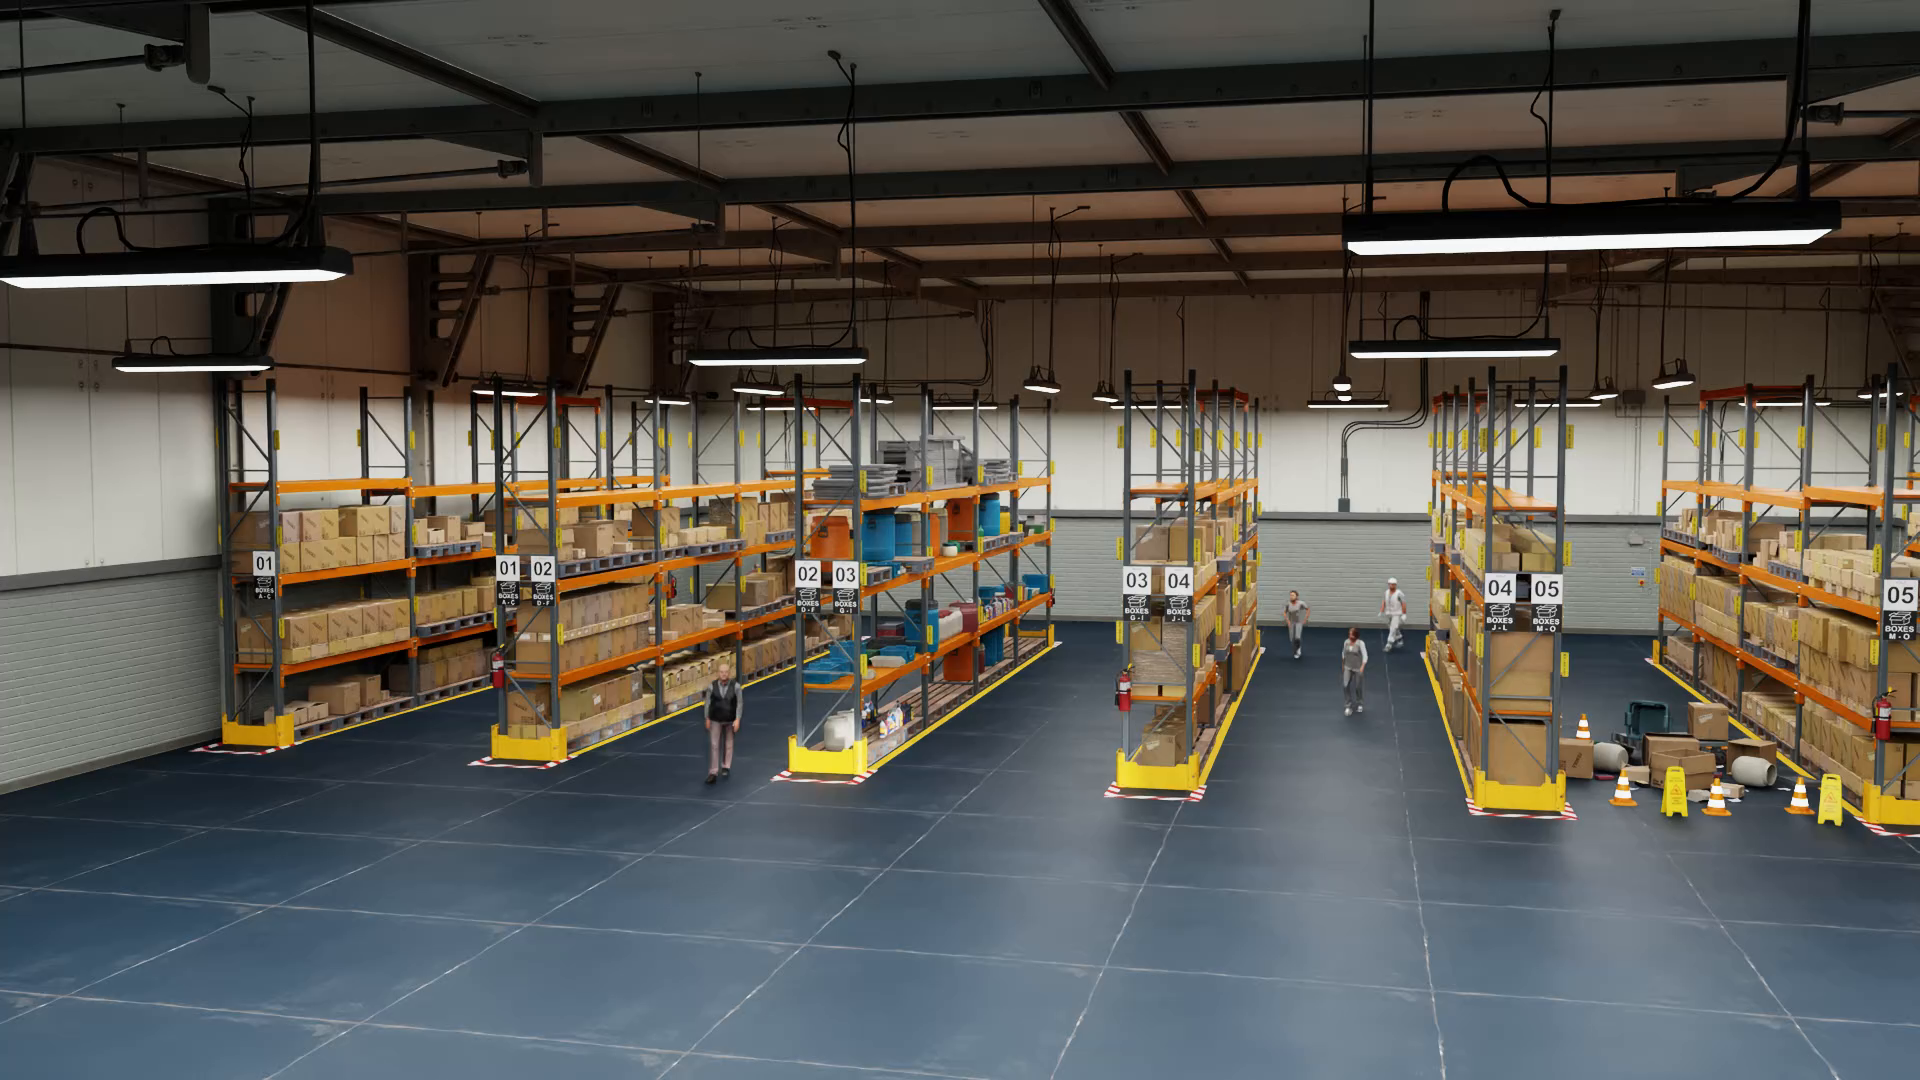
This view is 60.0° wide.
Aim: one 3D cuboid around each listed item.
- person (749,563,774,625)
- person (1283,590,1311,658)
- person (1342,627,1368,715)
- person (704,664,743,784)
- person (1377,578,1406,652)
[{"bbox_3d":[-5.455,1.457,44.892,1.084,1.664,0.538,1,4,20],"label":"person"},{"bbox_3d":[7.726,1.928,38.126,0.607,1.581,0.692,1,4,22],"label":"person"},{"bbox_3d":[7.225,2.396,30.464,0.537,1.610,0.606,2,4,35],"label":"person"},{"bbox_3d":[-3.484,2.670,24.444,0.591,1.683,0.899,-1,4,-12],"label":"person"},{"bbox_3d":[10.207,1.759,39.241,1.122,1.721,0.581,-3,5,-43],"label":"person"}]
